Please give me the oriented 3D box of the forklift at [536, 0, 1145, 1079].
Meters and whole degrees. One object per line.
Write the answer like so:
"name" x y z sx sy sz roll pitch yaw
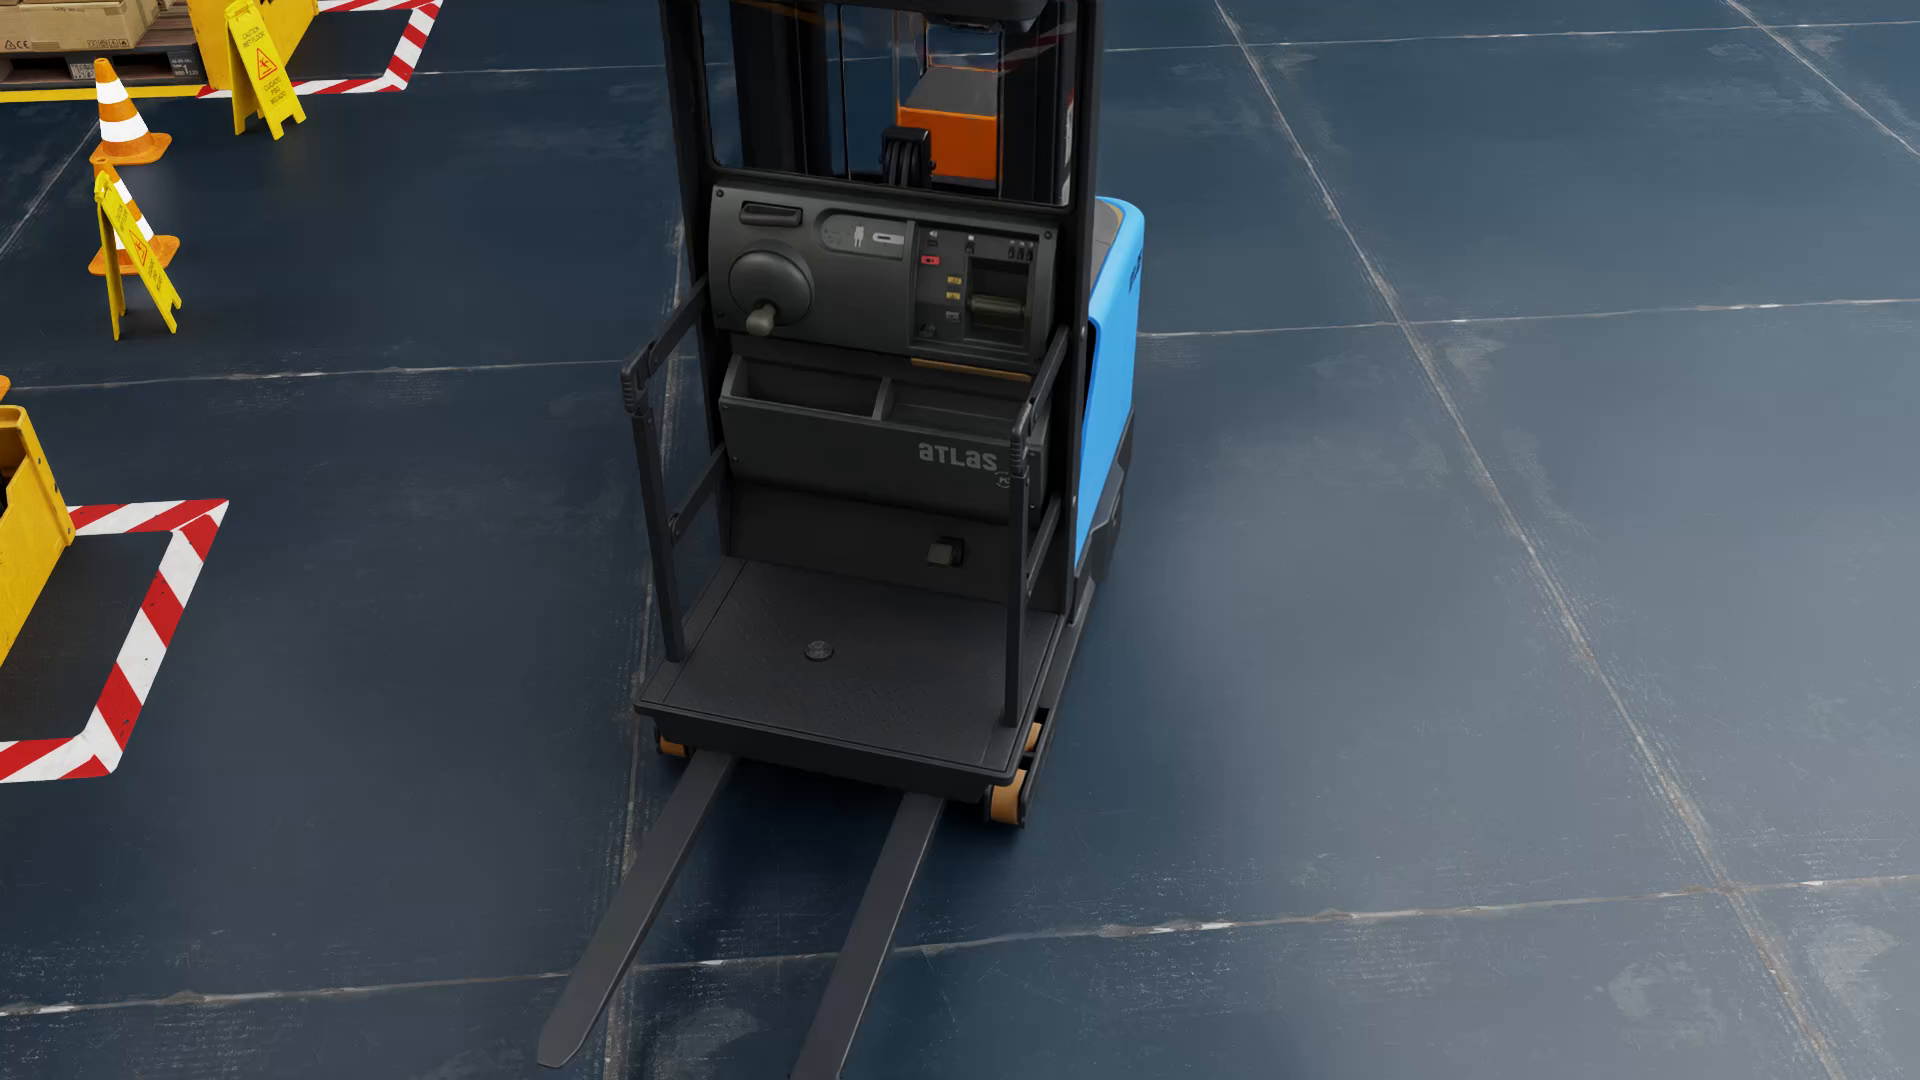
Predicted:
"forklift" -0.264 -0.614 4.162 1.130 2.935 3.031 10 39 12

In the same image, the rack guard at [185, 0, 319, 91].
"rack guard" -3.835 -2.926 9.055 0.348 0.500 1.175 -3 38 -4

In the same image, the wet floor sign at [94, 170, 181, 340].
"wet floor sign" -3.367 -1.162 6.702 0.232 0.644 0.267 -9 39 -12

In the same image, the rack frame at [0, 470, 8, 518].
"rack frame" -3.220 -0.863 4.422 0.127 3.000 1.000 -3 38 -4

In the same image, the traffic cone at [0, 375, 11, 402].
"traffic cone" -3.875 -0.714 6.282 0.334 0.463 0.336 -3 38 -4

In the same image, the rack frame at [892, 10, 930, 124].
"rack frame" -0.163 -1.394 5.822 0.015 2.100 0.400 9 39 11

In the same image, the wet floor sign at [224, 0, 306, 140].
"wet floor sign" -3.476 -2.338 8.192 0.232 0.644 0.267 9 39 12

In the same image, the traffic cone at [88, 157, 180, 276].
"traffic cone" -3.637 -1.430 7.189 0.334 0.463 0.336 -3 38 -4

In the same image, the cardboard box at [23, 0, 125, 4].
"cardboard box" -4.534 -3.087 8.516 0.500 0.500 0.500 -3 38 -4

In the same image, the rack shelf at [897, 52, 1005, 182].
"rack shelf" 0.074 -1.346 5.783 0.480 0.518 0.431 9 39 11

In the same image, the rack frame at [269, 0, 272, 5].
"rack frame" -3.760 -3.912 8.286 0.127 3.000 1.000 -3 38 -4

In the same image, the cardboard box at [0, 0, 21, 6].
"cardboard box" -5.054 -3.056 8.477 0.500 0.500 0.500 -2 38 -2

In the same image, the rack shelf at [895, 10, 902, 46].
"rack shelf" 0.074 -1.896 5.349 0.480 0.518 0.431 9 39 11

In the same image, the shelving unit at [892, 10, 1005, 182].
"shelving unit" 0.074 -1.357 5.775 0.503 2.100 0.431 9 39 11

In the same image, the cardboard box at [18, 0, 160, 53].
"cardboard box" -4.565 -2.786 8.740 0.500 0.250 0.500 -3 38 -4

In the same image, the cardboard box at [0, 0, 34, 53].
"cardboard box" -5.058 -2.763 8.711 0.500 0.250 0.500 -3 38 -4

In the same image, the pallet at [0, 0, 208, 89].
"pallet" -4.648 -2.790 9.116 1.213 0.211 1.003 -3 38 -4

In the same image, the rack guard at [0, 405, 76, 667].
"rack guard" -3.197 0.117 5.198 0.348 0.500 1.175 -3 38 -4

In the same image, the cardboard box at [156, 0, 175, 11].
"cardboard box" -4.588 -3.124 9.168 0.500 0.250 0.500 -3 38 -4

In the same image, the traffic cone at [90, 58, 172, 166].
"traffic cone" -4.074 -2.096 8.033 0.334 0.463 0.336 -3 38 -4
